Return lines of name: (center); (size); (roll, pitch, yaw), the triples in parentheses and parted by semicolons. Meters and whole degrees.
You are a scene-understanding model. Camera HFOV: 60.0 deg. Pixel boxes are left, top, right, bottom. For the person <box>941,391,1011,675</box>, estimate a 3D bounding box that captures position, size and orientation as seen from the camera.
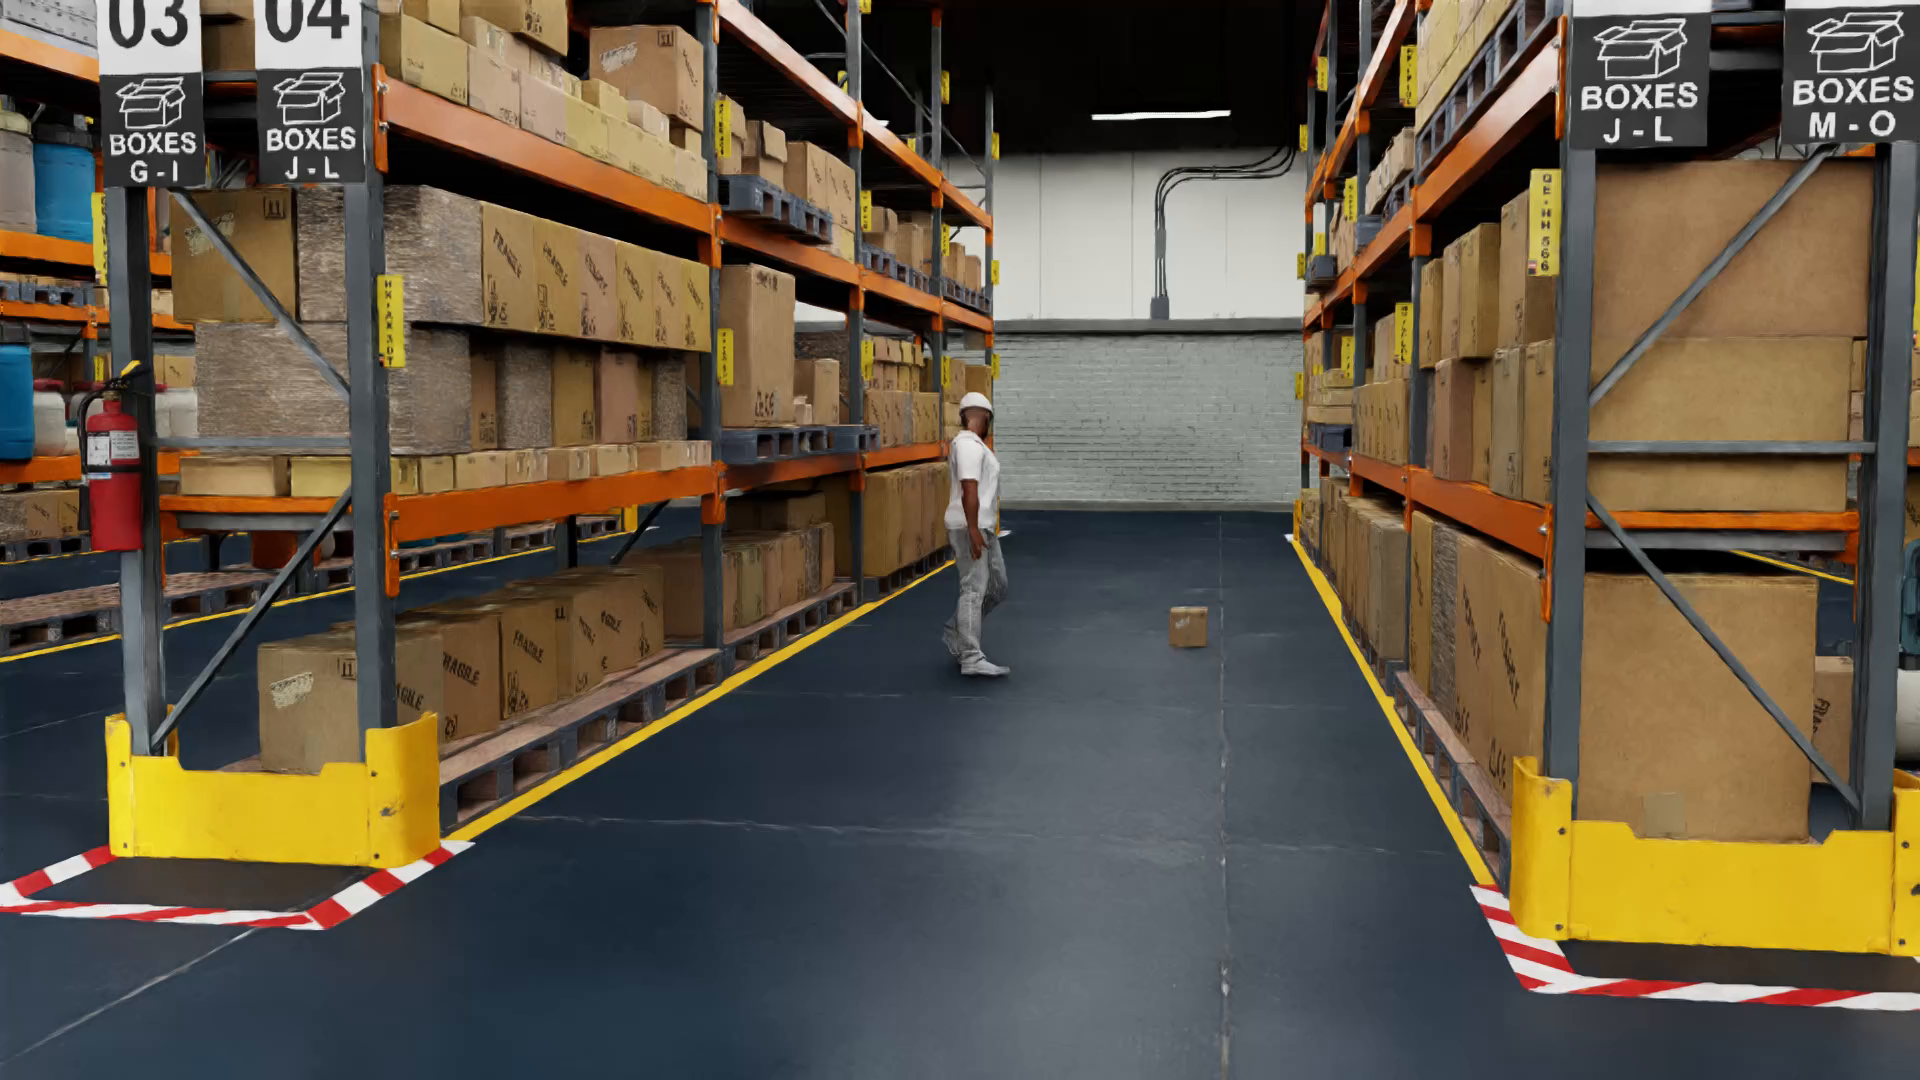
person: (0.098, -0.056, 10.368); (0.523, 1.728, 0.680); (1, 5, 10)
